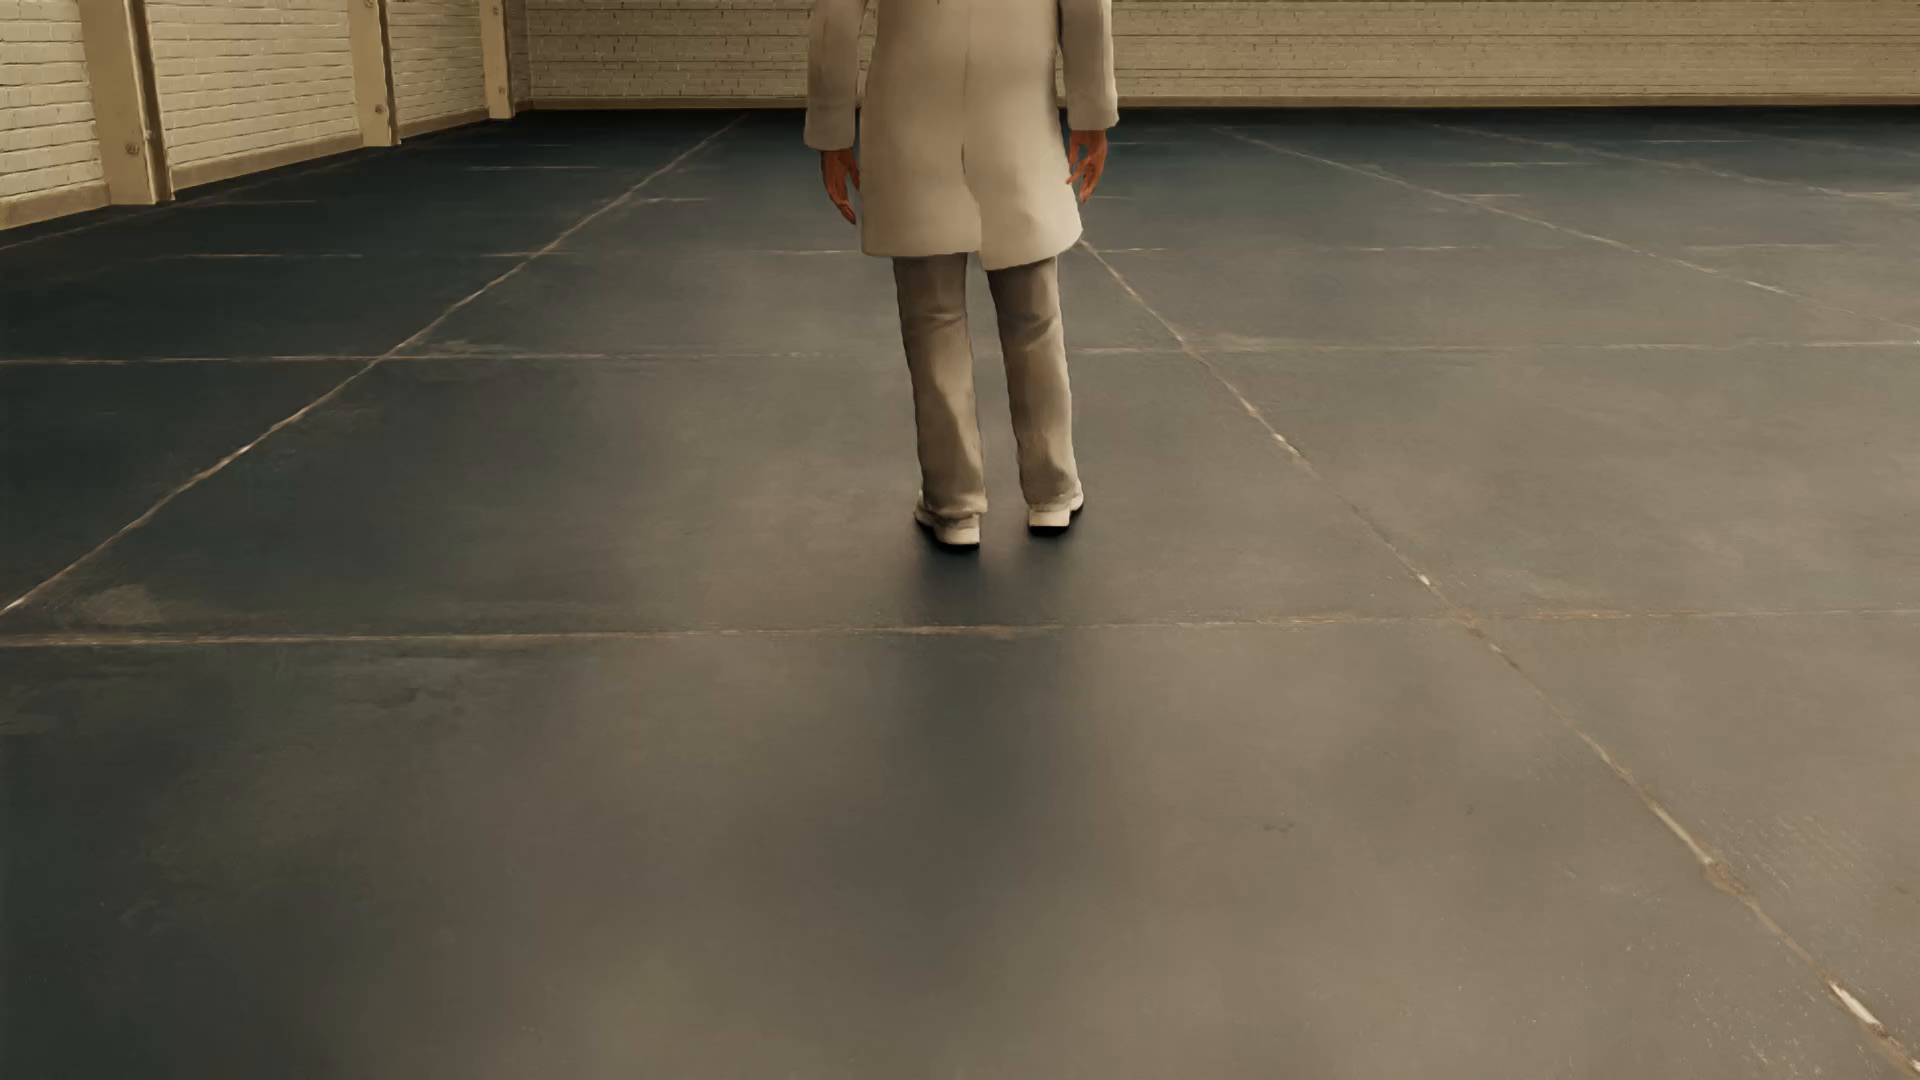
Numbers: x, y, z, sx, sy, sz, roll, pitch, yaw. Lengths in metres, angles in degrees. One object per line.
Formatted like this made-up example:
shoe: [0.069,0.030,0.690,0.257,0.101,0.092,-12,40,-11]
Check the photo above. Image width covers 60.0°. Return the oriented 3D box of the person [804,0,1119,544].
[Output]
person: [0.000,-0.884,3.743,0.694,1.776,0.579,-1,17,-3]
